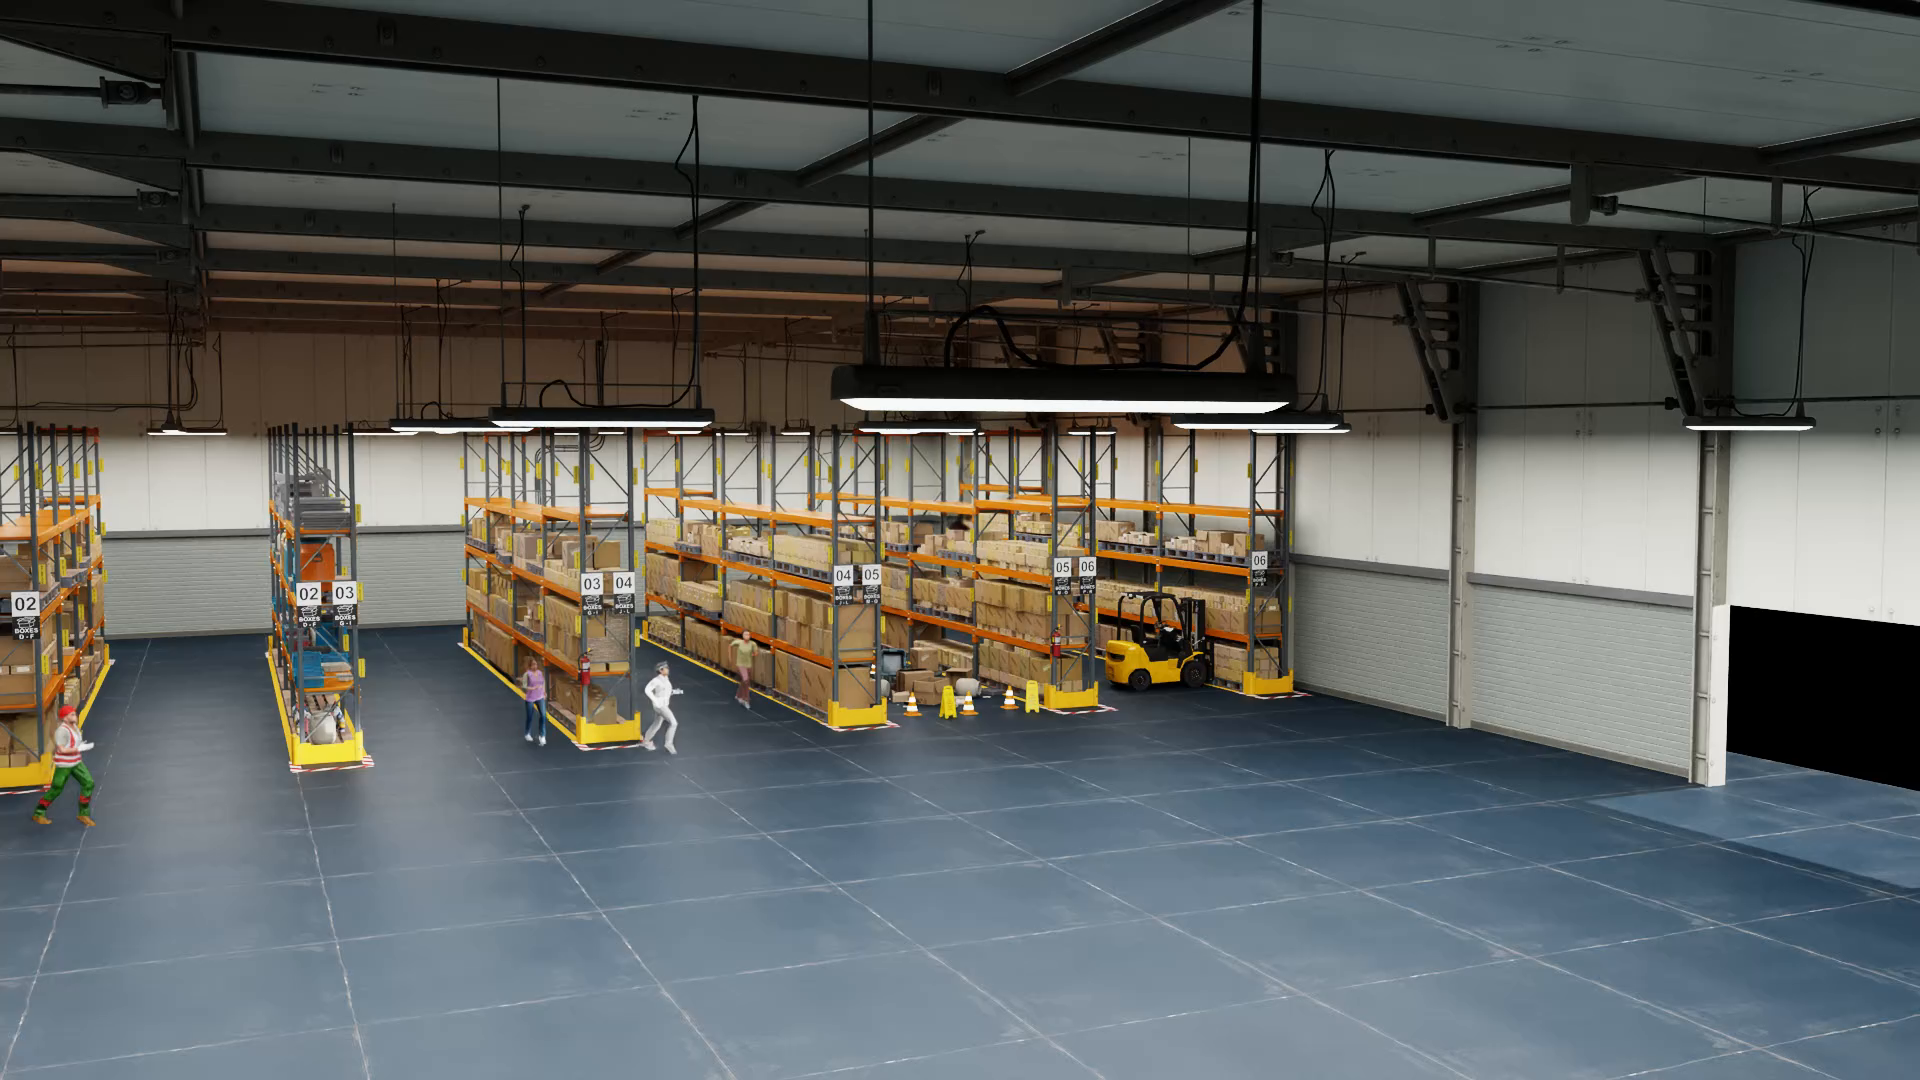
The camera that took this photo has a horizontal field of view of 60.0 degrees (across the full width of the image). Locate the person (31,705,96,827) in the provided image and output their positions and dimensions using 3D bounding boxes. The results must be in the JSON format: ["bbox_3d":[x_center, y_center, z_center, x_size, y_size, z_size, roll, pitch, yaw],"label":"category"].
[{"bbox_3d":[-13.144,3.334,24.450,0.920,1.831,0.671,0,3,1],"label":"person"}]

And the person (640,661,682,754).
[{"bbox_3d":[-5.430,3.045,30.166,0.782,1.725,0.631,0,3,1],"label":"person"}]

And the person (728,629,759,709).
[{"bbox_3d":[-4.614,2.729,35.470,0.599,1.693,0.817,-2,4,-26],"label":"person"}]

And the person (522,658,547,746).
[{"bbox_3d":[-7.942,3.018,31.062,0.507,1.635,0.704,-2,4,-33],"label":"person"}]
